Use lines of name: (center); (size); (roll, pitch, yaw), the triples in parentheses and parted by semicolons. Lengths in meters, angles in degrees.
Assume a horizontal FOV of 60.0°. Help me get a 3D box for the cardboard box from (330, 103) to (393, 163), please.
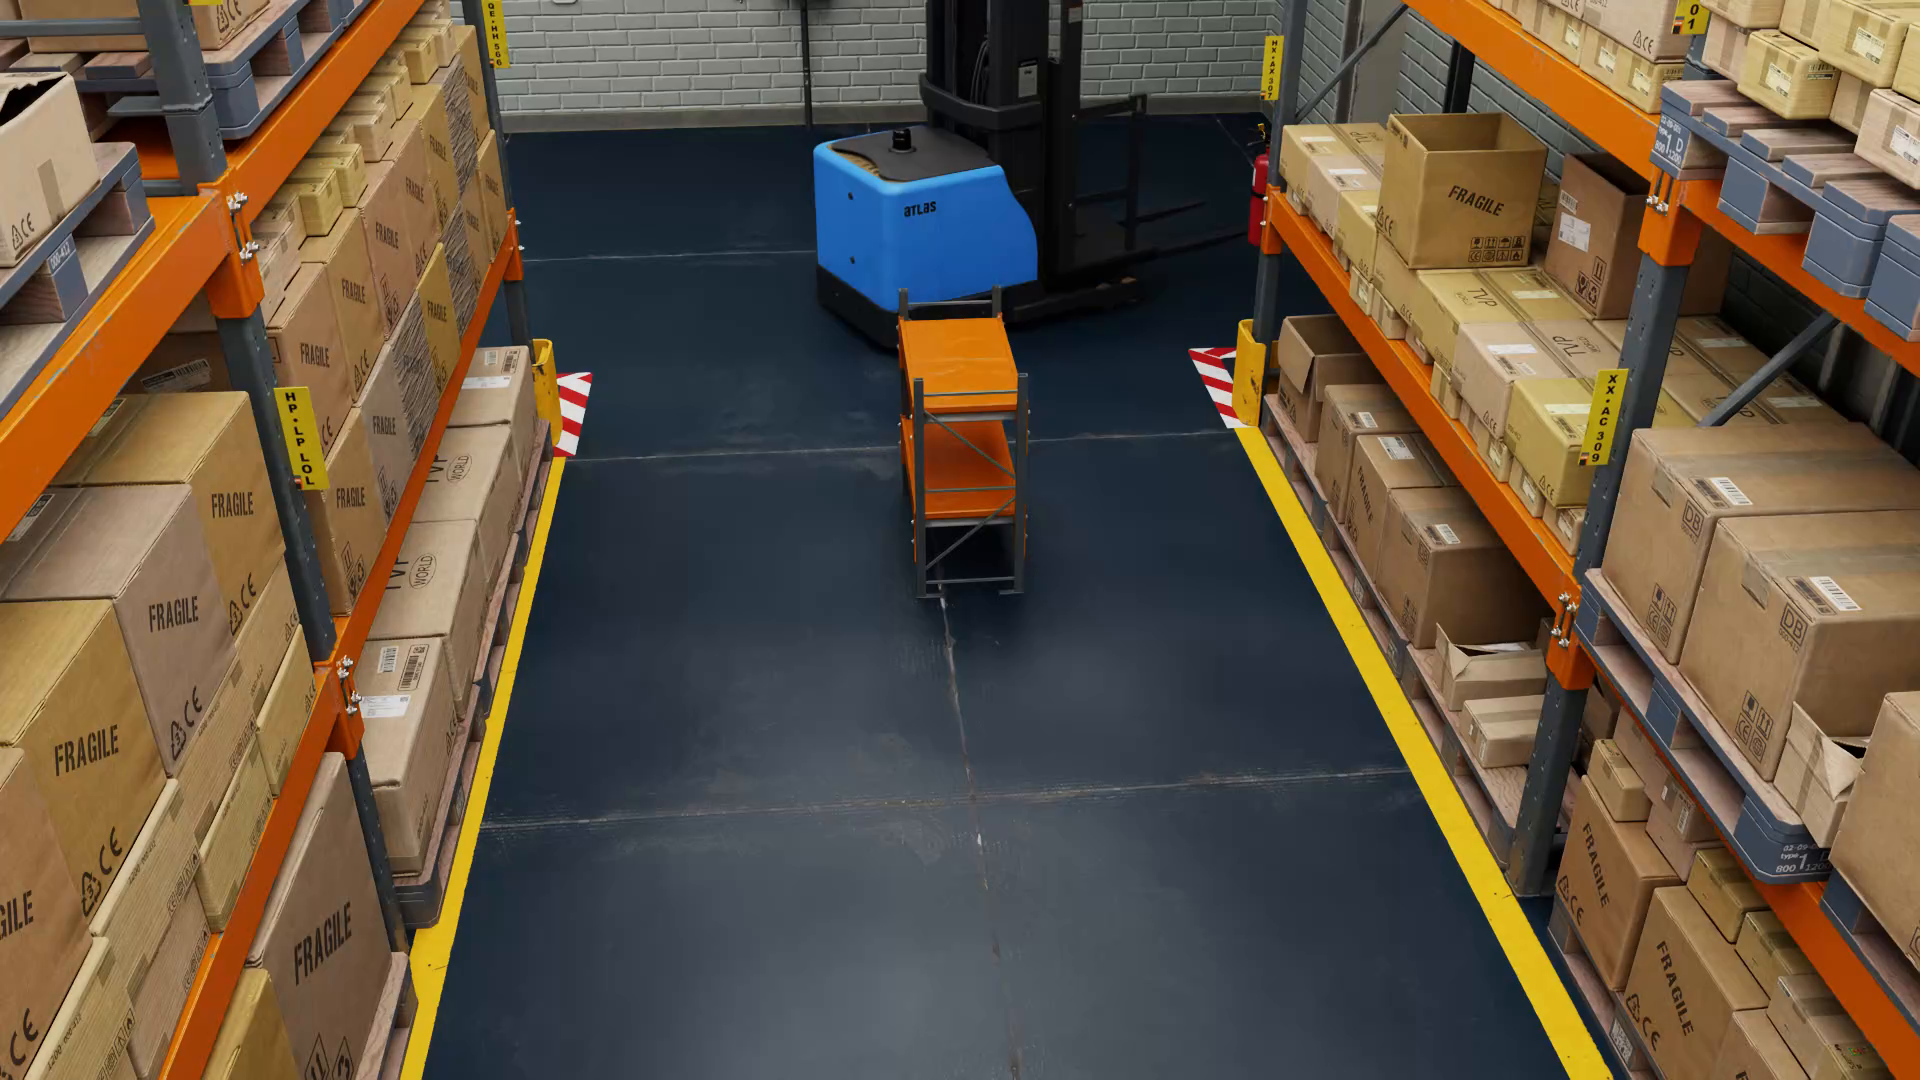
cardboard box: (-2.318, -1.496, 6.125); (0.380, 0.149, 0.250); (-3, 31, -4)

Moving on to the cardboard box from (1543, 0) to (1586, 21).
cardboard box: (2.165, -1.884, 5.409); (0.500, 0.250, 0.500); (-4, 31, -6)

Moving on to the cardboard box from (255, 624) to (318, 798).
cardboard box: (-2.131, 0.488, 4.655); (0.500, 0.250, 0.500); (-3, 31, -6)

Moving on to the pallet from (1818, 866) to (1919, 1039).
pallet: (2.706, 1.099, 3.673); (1.003, 0.211, 1.213); (-3, 31, -5)

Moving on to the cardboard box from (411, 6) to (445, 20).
cardboard box: (-2.517, -2.284, 7.444); (0.380, 0.149, 0.250); (-2, 31, -4)

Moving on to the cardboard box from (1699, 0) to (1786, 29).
cardboard box: (2.109, -1.391, 4.176); (0.380, 0.149, 0.250); (-2, 31, -3)

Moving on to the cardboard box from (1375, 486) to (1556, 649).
cardboard box: (2.245, 0.102, 7.182); (0.700, 0.500, 0.500); (-4, 31, -6)

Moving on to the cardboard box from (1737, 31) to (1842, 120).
cardboard box: (2.140, -1.131, 4.031); (0.380, 0.149, 0.250); (-2, 31, -4)

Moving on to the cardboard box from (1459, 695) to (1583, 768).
cardboard box: (2.174, 0.740, 6.457); (0.380, 0.149, 0.250); (-4, 31, -6)

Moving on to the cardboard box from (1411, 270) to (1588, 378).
cardboard box: (2.133, -0.855, 6.613); (0.500, 0.250, 0.500); (-3, 31, -5)

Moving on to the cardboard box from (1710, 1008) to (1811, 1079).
cardboard box: (2.441, 1.644, 4.601); (0.500, 0.500, 0.500); (-4, 31, -6)

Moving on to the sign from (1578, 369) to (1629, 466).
sign: (1.979, -0.375, 5.109); (0.100, 0.325, 0.005); (-3, 31, -5)

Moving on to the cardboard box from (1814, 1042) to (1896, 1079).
cardboard box: (2.471, 1.441, 4.309); (0.380, 0.149, 0.250); (-2, 31, -3)

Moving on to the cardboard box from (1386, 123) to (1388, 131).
cardboard box: (2.452, -1.917, 8.390); (0.500, 0.250, 0.500); (-2, 31, -3)

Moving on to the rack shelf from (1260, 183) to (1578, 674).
rack shelf: (2.331, -0.746, 7.275); (1.077, 0.370, 4.000); (-3, 31, -5)

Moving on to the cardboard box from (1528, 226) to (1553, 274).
cardboard box: (2.589, -1.133, 7.079); (0.500, 0.250, 0.500); (-3, 31, -5)

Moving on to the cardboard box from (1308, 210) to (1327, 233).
cardboard box: (1.972, -1.659, 8.347); (0.380, 0.149, 0.250); (-2, 31, -3)

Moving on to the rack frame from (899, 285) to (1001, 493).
rack frame: (-0.048, -0.746, 8.402); (0.500, 1.125, 0.032); (-3, 31, -5)

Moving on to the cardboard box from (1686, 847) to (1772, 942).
cardboard box: (2.425, 1.045, 4.971); (0.380, 0.149, 0.250); (-4, 31, -7)

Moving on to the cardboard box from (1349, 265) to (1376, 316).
cardboard box: (1.973, -1.127, 7.456); (0.380, 0.149, 0.250); (-4, 31, -6)

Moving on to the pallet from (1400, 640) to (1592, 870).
pallet: (2.455, 0.813, 6.683); (1.003, 0.211, 1.213); (-3, 31, -5)

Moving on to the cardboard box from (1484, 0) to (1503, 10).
cardboard box: (2.110, -2.037, 6.055); (0.380, 0.149, 0.250); (-2, 31, -4)

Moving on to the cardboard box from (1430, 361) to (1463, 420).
cardboard box: (2.093, -0.604, 6.581); (0.380, 0.149, 0.250); (-3, 31, -5)

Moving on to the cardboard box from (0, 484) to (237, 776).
cardboard box: (-2.076, 0.214, 3.894); (0.500, 0.500, 0.500); (-2, 31, -4)

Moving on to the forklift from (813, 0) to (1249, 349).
forklift: (0.606, -2.960, 10.347); (3.031, 2.935, 1.130); (-17, 35, -26)

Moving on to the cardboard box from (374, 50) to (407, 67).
cardboard box: (-2.472, -1.889, 6.783); (0.380, 0.149, 0.250); (-3, 31, -5)

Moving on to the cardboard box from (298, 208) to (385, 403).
cardboard box: (-2.268, -0.779, 5.556); (0.500, 0.500, 0.500); (-3, 31, -5)

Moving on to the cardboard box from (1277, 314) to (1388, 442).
cardboard box: (2.107, -0.867, 8.802); (0.797, 0.503, 0.637); (-4, 31, -7)

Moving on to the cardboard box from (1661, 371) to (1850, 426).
cardboard box: (2.741, -0.362, 5.788); (0.500, 0.250, 0.500); (-3, 31, -5)

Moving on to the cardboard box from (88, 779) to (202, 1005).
cardboard box: (-2.032, 0.789, 3.663); (0.500, 0.250, 0.500); (-2, 31, -3)

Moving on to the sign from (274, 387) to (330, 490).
sign: (-1.884, -0.288, 4.755); (0.100, 0.325, 0.005); (-3, 31, -5)

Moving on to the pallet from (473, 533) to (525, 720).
pallet: (-2.534, 0.387, 7.396); (1.003, 0.211, 1.213); (-3, 31, -5)

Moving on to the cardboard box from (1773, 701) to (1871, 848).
cardboard box: (2.266, 0.572, 4.089); (0.396, 0.266, 0.258); (-1, 31, -2)

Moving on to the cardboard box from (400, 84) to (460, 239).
cardboard box: (-2.394, -1.555, 6.856); (0.500, 0.500, 0.500); (-3, 31, -5)

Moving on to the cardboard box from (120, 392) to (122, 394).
cardboard box: (-2.742, -0.493, 5.078); (0.500, 0.500, 0.500); (-3, 31, -5)

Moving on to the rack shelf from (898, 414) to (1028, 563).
rack shelf: (-0.001, -0.276, 8.093); (0.538, 0.278, 1.000); (-3, 31, -5)

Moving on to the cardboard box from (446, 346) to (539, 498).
cardboard box: (-2.636, -0.584, 8.392); (0.875, 0.438, 0.875); (-4, 31, -6)

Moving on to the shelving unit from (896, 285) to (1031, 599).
shelving unit: (-0.001, -0.486, 7.967); (0.538, 1.125, 1.048); (-3, 31, -5)

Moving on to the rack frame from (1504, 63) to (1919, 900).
rack frame: (2.518, -0.033, 5.381); (1.000, 3.000, 0.127); (-3, 31, -5)

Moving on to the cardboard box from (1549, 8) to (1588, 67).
cardboard box: (2.154, -1.645, 5.399); (0.380, 0.149, 0.250); (-2, 31, -3)

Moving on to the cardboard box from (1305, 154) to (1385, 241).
cardboard box: (1.966, -1.637, 7.922); (0.500, 0.250, 0.500); (-2, 31, -4)

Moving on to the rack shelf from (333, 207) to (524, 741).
rack shelf: (-2.610, -0.506, 6.873); (1.077, 0.370, 4.000); (-3, 31, -5)

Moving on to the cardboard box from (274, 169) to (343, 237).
cardboard box: (-2.263, -1.106, 5.472); (0.380, 0.149, 0.250); (-3, 31, -5)

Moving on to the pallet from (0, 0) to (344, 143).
pallet: (-2.489, -1.462, 4.933); (1.003, 0.211, 1.213); (-3, 31, -5)

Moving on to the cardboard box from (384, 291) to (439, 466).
cardboard box: (-2.290, -0.600, 6.232); (0.500, 0.500, 0.500); (-3, 31, -4)

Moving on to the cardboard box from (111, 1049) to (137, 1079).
cardboard box: (-2.003, 1.270, 3.345); (0.500, 0.250, 0.500); (-3, 31, -5)

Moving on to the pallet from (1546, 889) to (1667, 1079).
pallet: (2.632, 1.577, 5.404); (1.003, 0.211, 1.213); (-3, 31, -5)

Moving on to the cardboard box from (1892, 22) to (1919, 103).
cardboard box: (2.237, -0.996, 3.515); (0.380, 0.149, 0.250); (-3, 31, -5)

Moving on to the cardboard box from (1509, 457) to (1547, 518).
cardboard box: (2.191, -0.208, 5.918); (0.380, 0.149, 0.250); (-2, 31, -3)

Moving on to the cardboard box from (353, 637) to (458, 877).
cardboard box: (-2.375, 0.800, 6.074); (0.875, 0.438, 0.875); (-3, 31, -5)

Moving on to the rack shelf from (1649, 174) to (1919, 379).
rack shelf: (2.705, 0.009, 3.086); (1.077, 0.370, 4.000); (-3, 31, -5)

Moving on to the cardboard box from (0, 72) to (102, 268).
cardboard box: (-2.132, -0.784, 3.389); (0.500, 0.311, 0.500); (-3, 31, -5)

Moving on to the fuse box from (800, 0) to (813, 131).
fuse box: (-1.242, -4.187, 13.590); (0.539, 1.711, 0.414); (-3, 31, -5)

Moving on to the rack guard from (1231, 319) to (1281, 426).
rack guard: (2.152, -0.964, 9.376); (1.175, 0.500, 0.348); (-3, 31, -5)

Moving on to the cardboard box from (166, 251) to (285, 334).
cardboard box: (-2.195, -0.718, 4.822); (0.380, 0.149, 0.250); (-3, 31, -5)

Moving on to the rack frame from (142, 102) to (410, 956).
rack frame: (-2.423, 0.206, 4.979); (1.000, 3.000, 0.127); (-3, 31, -5)

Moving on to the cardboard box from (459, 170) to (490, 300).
cardboard box: (-2.457, -1.388, 7.551); (0.500, 0.500, 0.500); (-3, 31, -6)
